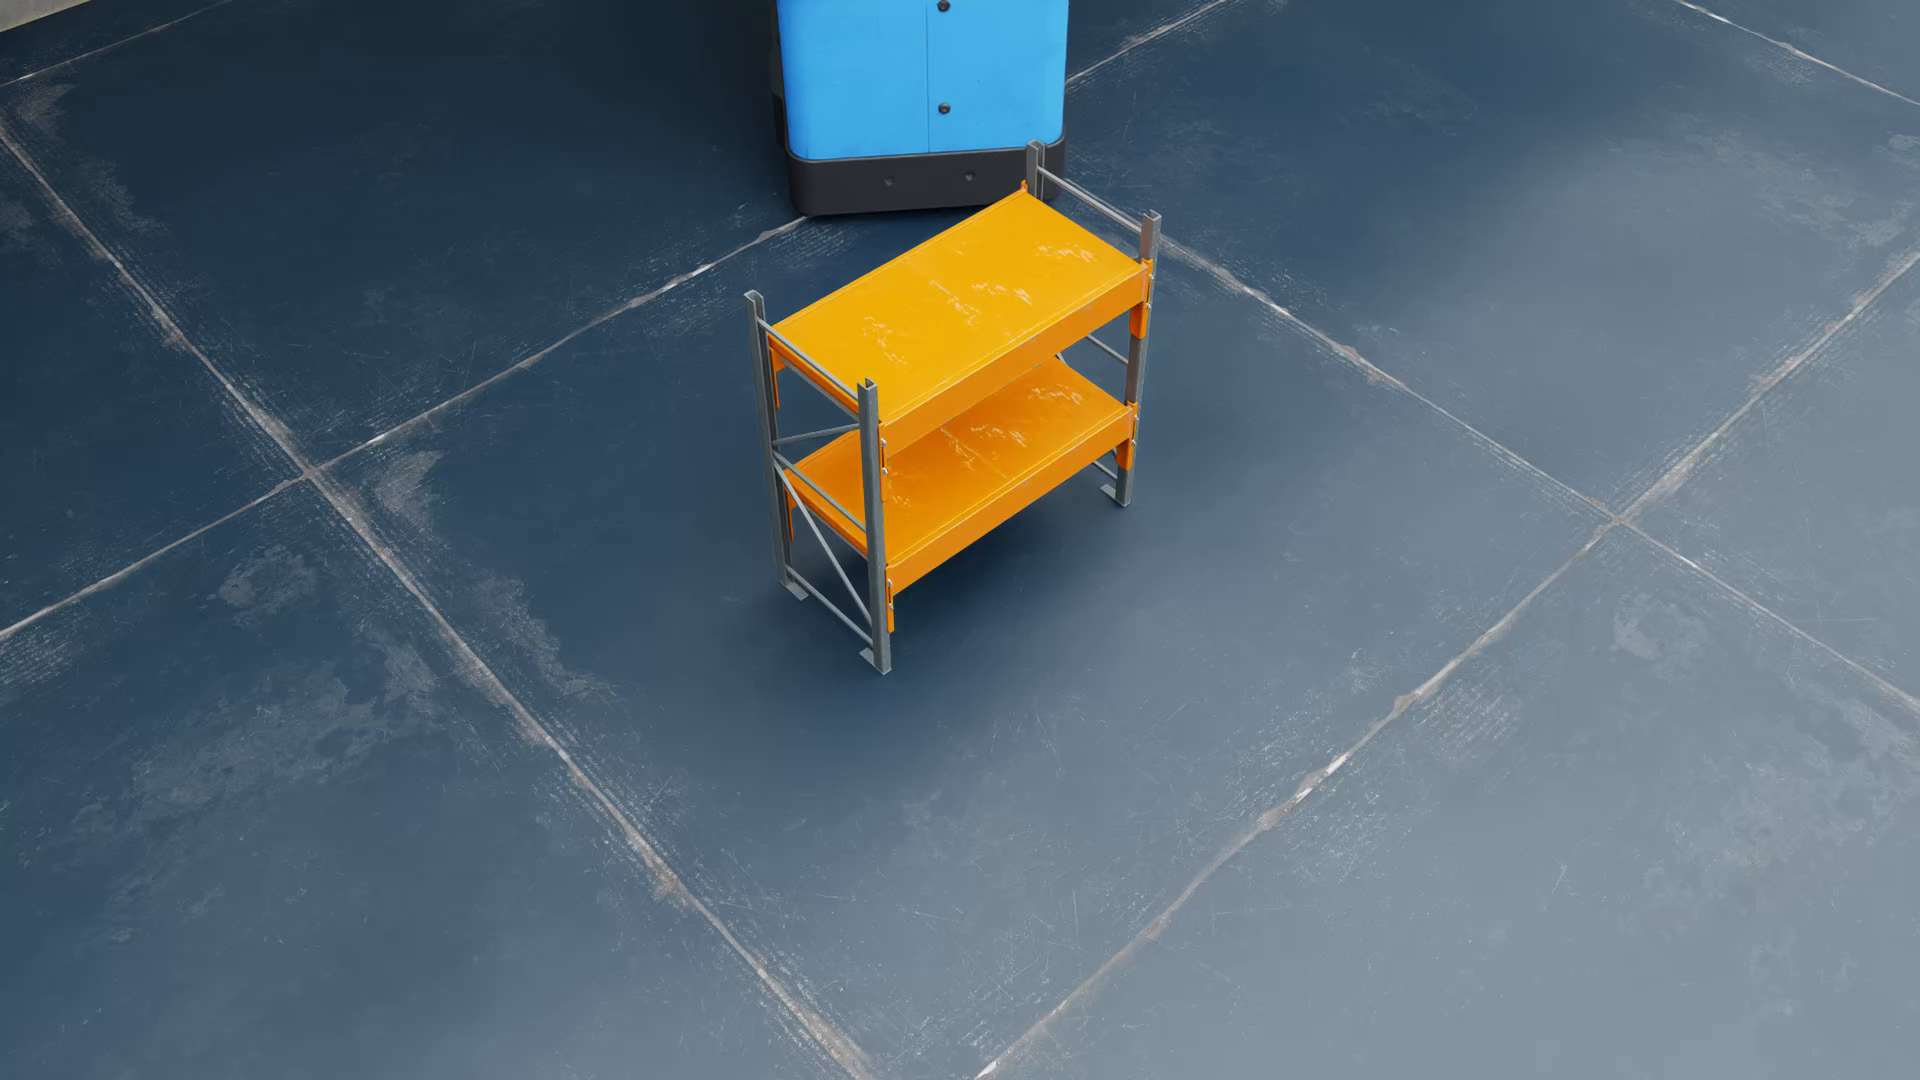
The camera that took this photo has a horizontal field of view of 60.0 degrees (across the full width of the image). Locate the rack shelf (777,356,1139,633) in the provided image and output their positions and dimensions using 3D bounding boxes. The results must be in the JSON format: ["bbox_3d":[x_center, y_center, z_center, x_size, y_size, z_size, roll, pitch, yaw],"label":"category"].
[{"bbox_3d":[-0.005,-0.212,5.013,1.000,0.278,0.538,-34,56,-27],"label":"rack shelf"}]

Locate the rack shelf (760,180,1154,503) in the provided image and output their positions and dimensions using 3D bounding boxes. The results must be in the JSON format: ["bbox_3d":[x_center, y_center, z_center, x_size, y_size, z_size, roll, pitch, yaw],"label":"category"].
[{"bbox_3d":[-0.005,-0.577,4.618,1.000,0.278,0.538,-34,56,-27],"label":"rack shelf"}]

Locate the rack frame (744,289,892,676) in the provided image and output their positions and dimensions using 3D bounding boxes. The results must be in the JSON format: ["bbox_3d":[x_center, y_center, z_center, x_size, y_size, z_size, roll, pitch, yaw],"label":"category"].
[{"bbox_3d":[-0.381,-0.127,4.602,0.032,1.125,0.500,-34,56,-27],"label":"rack frame"}]

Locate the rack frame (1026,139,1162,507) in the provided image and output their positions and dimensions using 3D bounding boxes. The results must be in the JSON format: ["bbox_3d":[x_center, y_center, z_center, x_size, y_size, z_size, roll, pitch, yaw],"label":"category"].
[{"bbox_3d":[0.371,-0.629,5.065,0.032,1.125,0.500,-34,56,-27],"label":"rack frame"}]

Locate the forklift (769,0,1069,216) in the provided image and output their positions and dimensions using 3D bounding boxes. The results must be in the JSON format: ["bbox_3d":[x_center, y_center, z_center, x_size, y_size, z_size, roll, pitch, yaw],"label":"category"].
[{"bbox_3d":[-0.275,-3.310,6.310,1.130,2.935,3.031,-5,47,-4],"label":"forklift"}]

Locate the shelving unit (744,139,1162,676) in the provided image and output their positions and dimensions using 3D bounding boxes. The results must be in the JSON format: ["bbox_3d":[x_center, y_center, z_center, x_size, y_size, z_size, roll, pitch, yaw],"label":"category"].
[{"bbox_3d":[-0.005,-0.378,4.834,1.048,1.125,0.538,-34,56,-27],"label":"shelving unit"}]
